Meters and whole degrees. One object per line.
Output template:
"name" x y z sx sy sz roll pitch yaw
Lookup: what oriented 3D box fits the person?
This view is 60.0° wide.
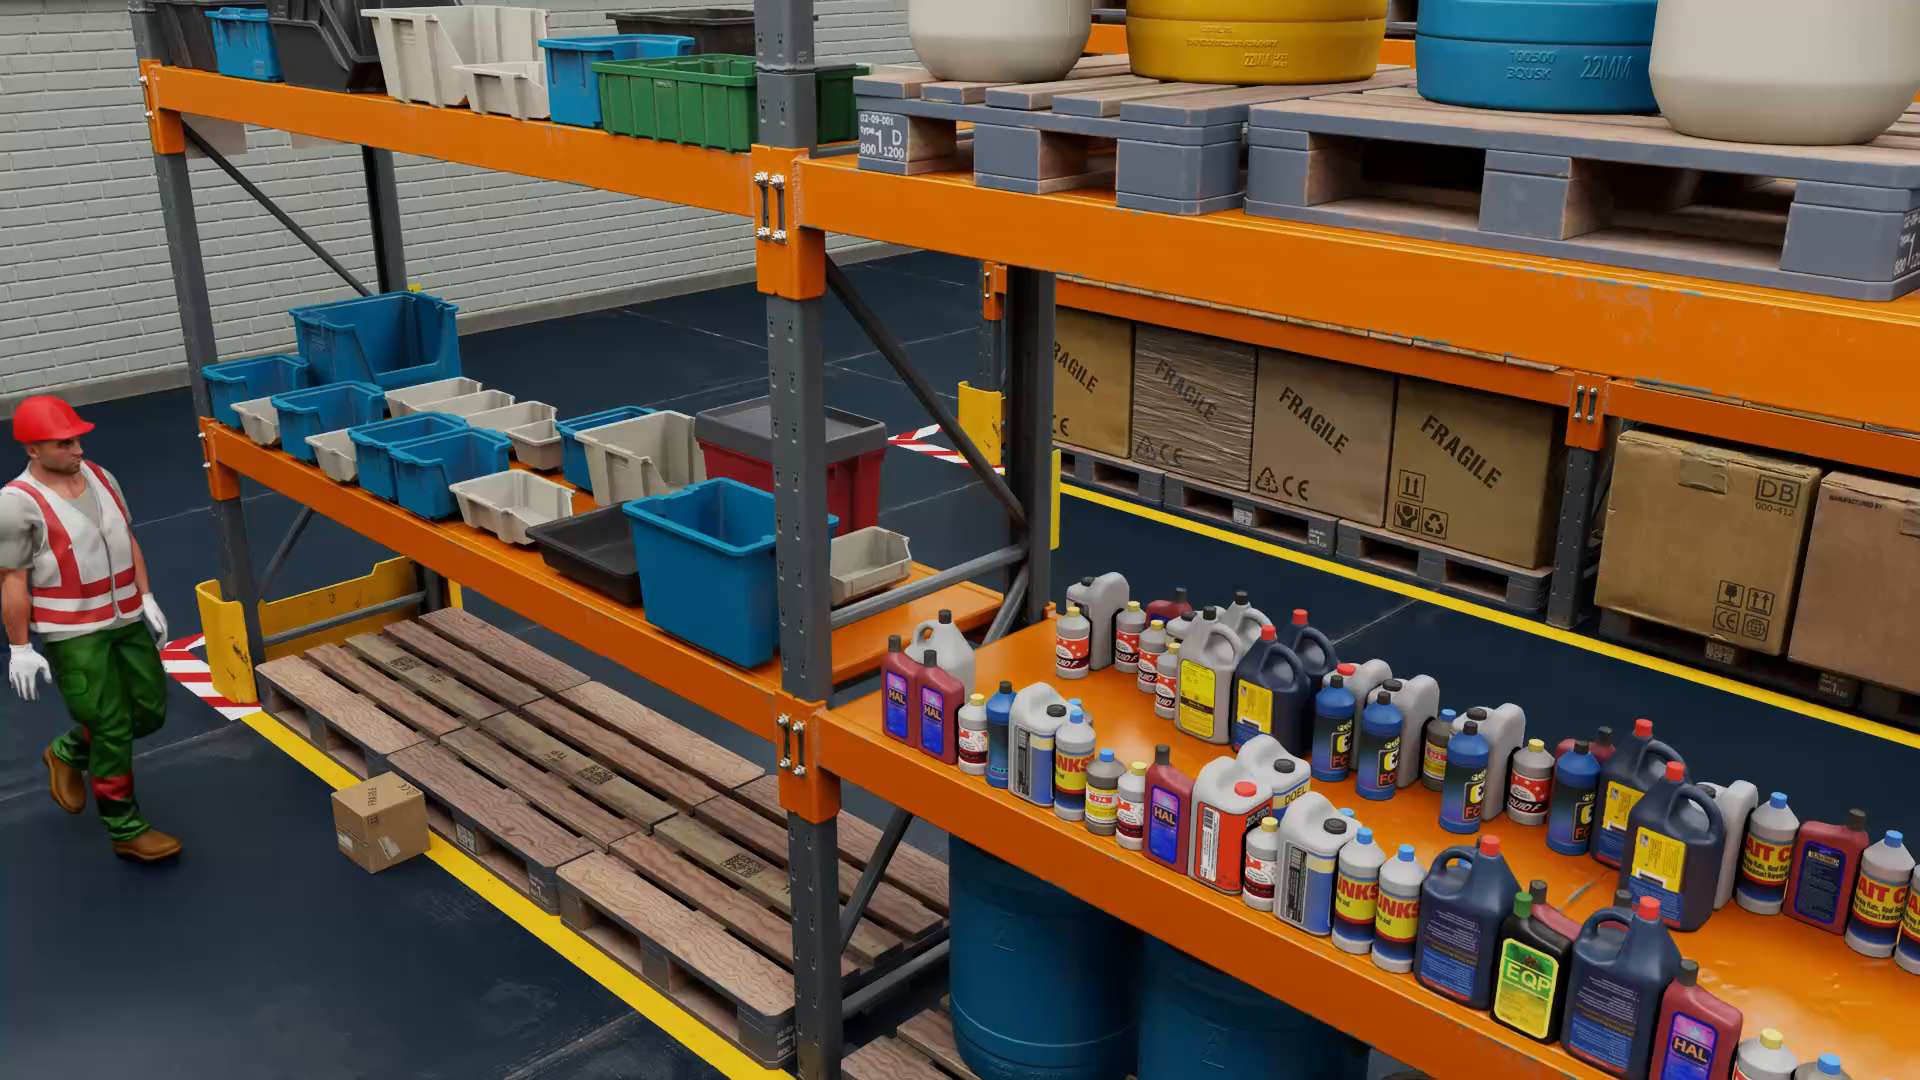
"person" -3.263 0.323 6.152 0.715 1.768 0.591 6 21 15
